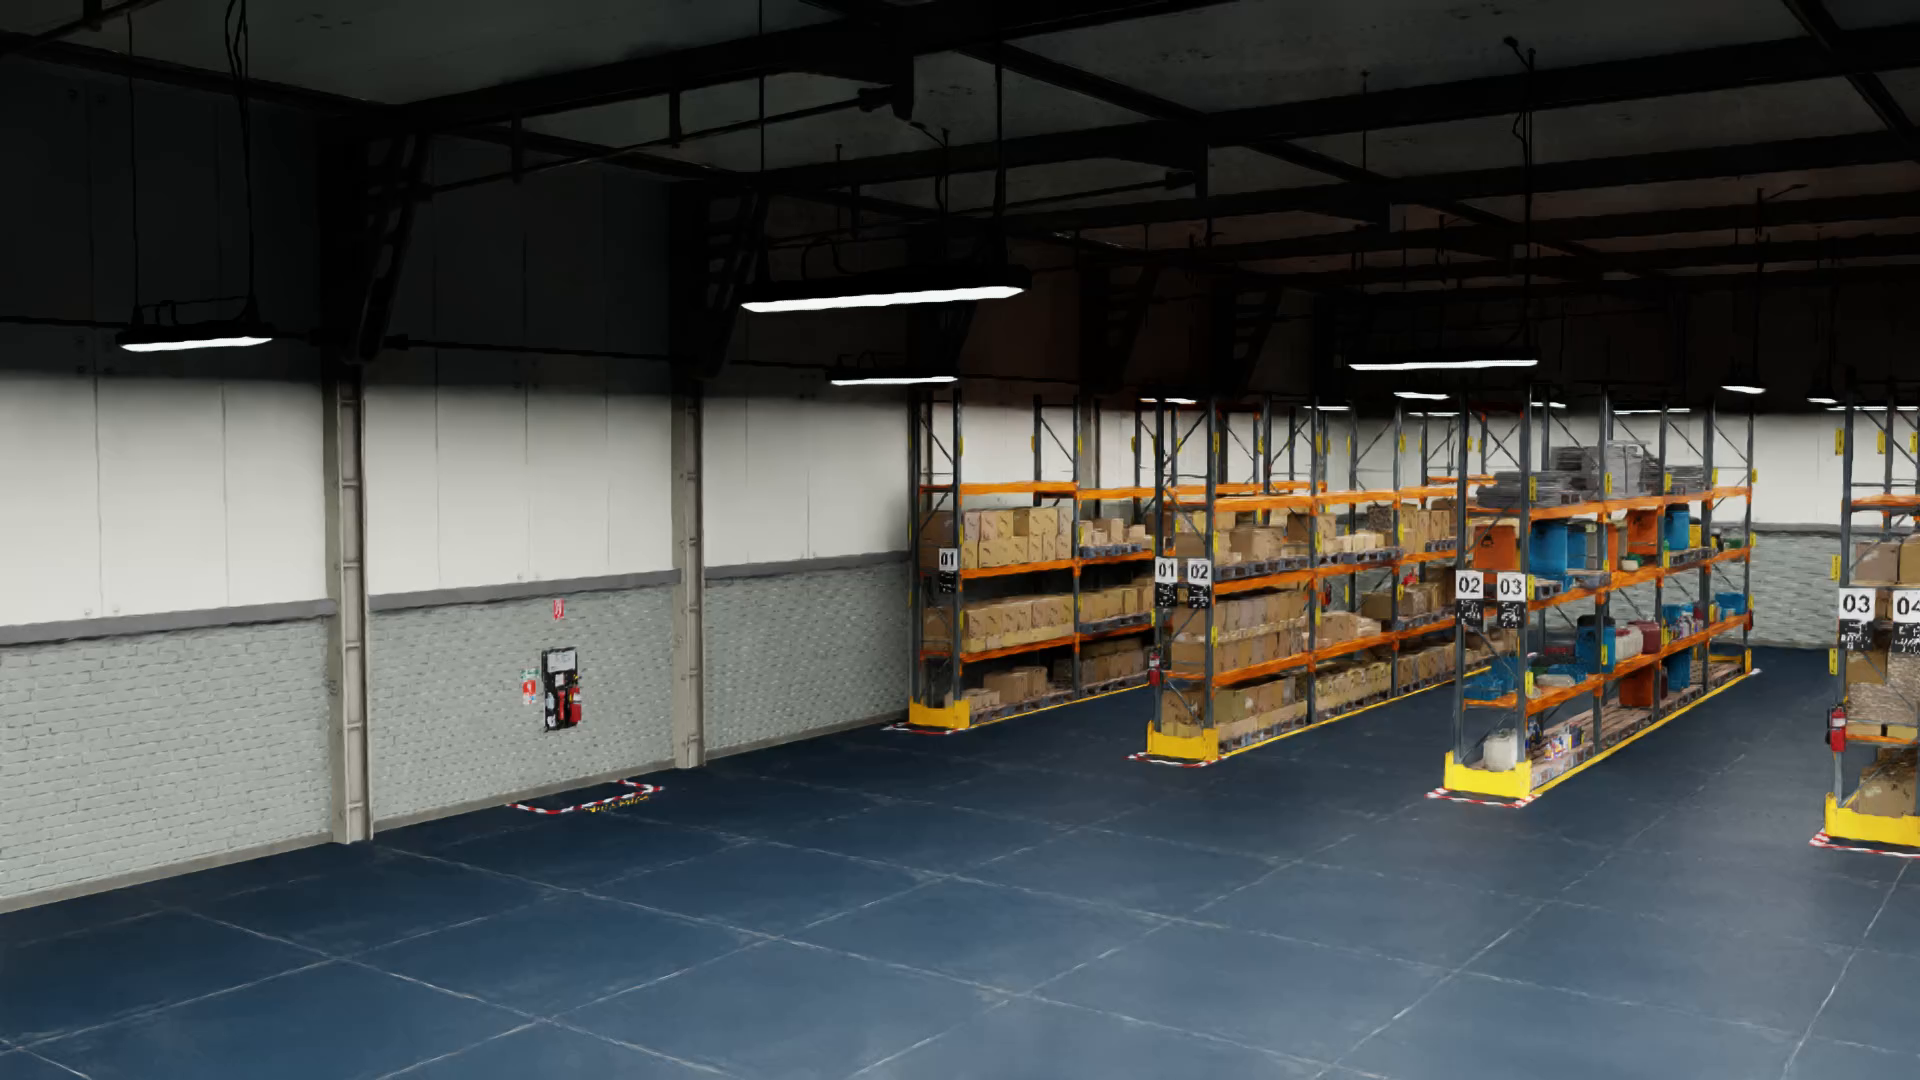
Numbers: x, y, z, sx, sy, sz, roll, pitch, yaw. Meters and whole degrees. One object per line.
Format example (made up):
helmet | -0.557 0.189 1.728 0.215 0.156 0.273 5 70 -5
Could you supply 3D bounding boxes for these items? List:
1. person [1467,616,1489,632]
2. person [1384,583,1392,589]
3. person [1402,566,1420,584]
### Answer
person | 12.932 1.757 41.738 0.735 1.748 0.524 -1 3 -10
person | 10.351 1.871 40.157 0.390 1.664 0.611 1 4 23
person | 12.353 1.552 45.596 0.592 1.713 0.569 0 3 0
